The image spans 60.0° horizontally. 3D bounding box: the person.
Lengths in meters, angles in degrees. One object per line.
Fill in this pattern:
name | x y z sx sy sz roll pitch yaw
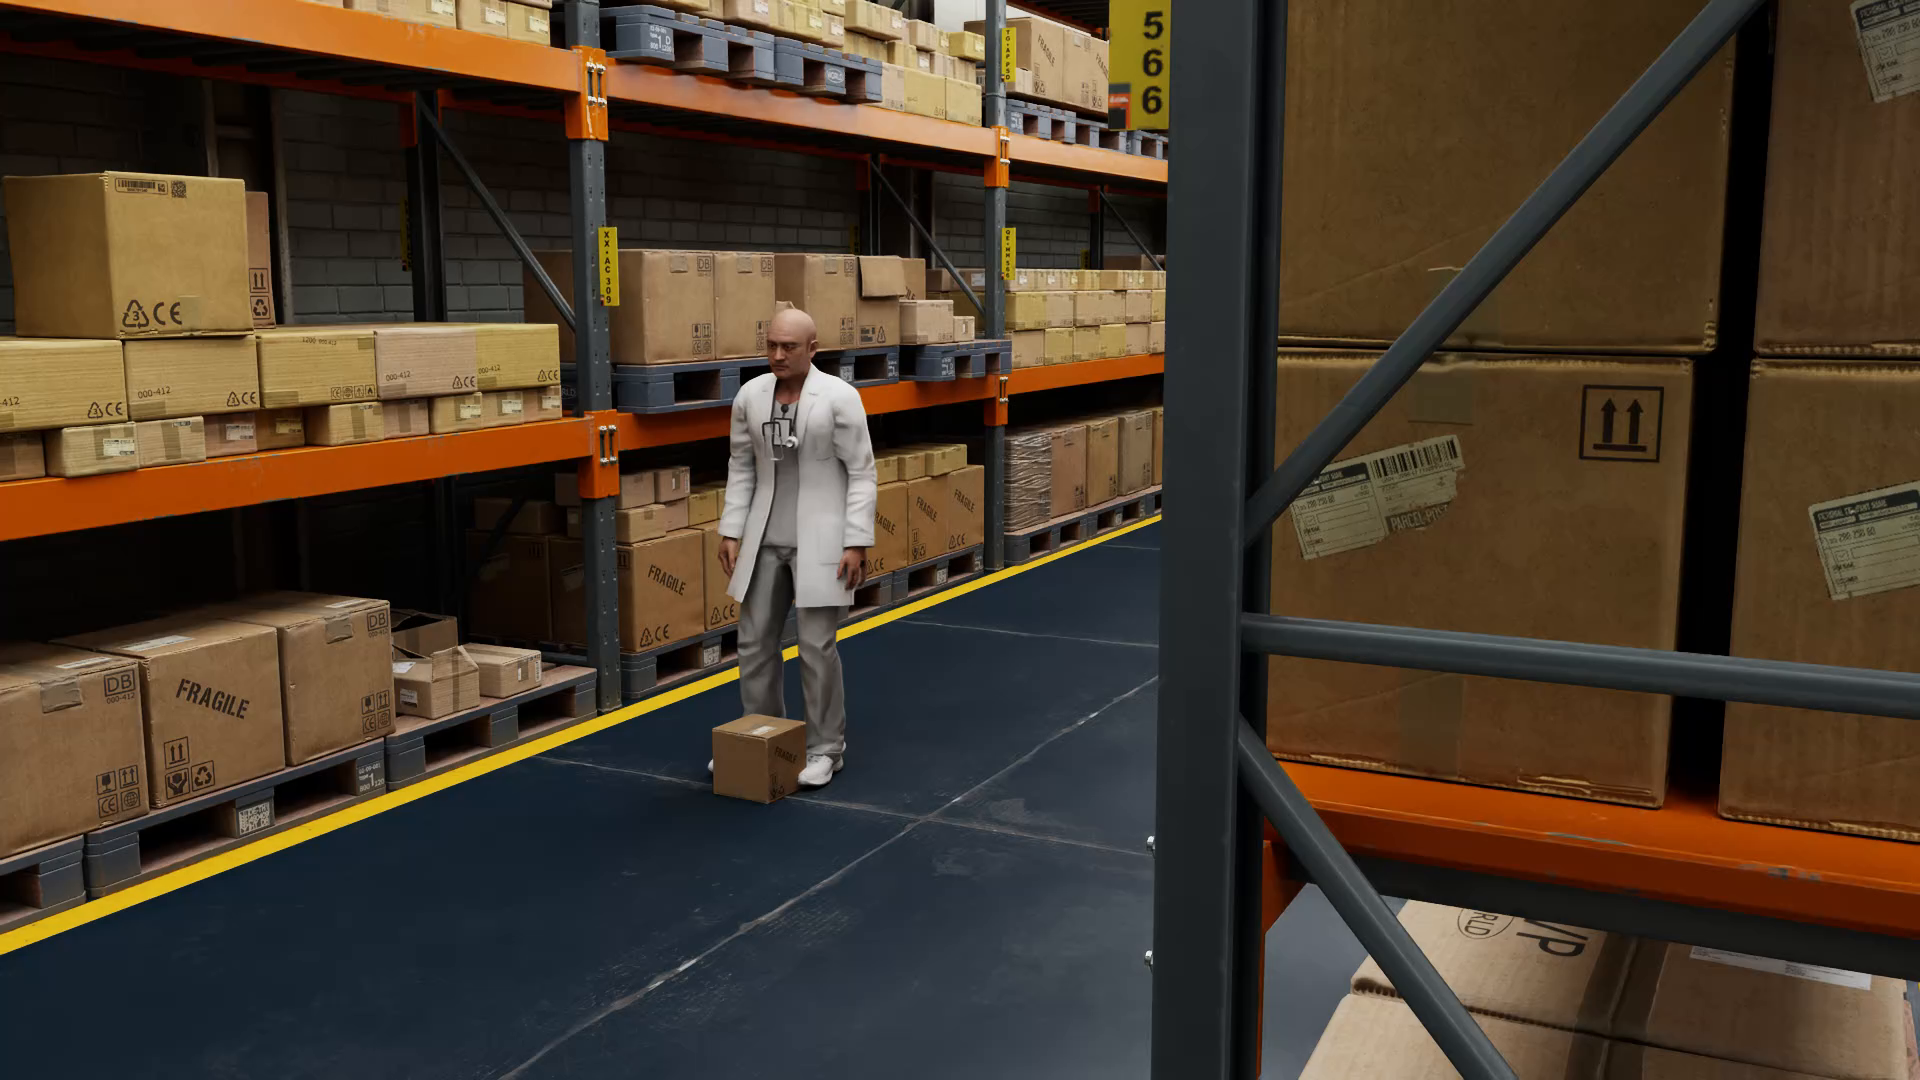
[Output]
person | -0.622 0.022 6.274 0.650 1.773 0.429 4 10 22
